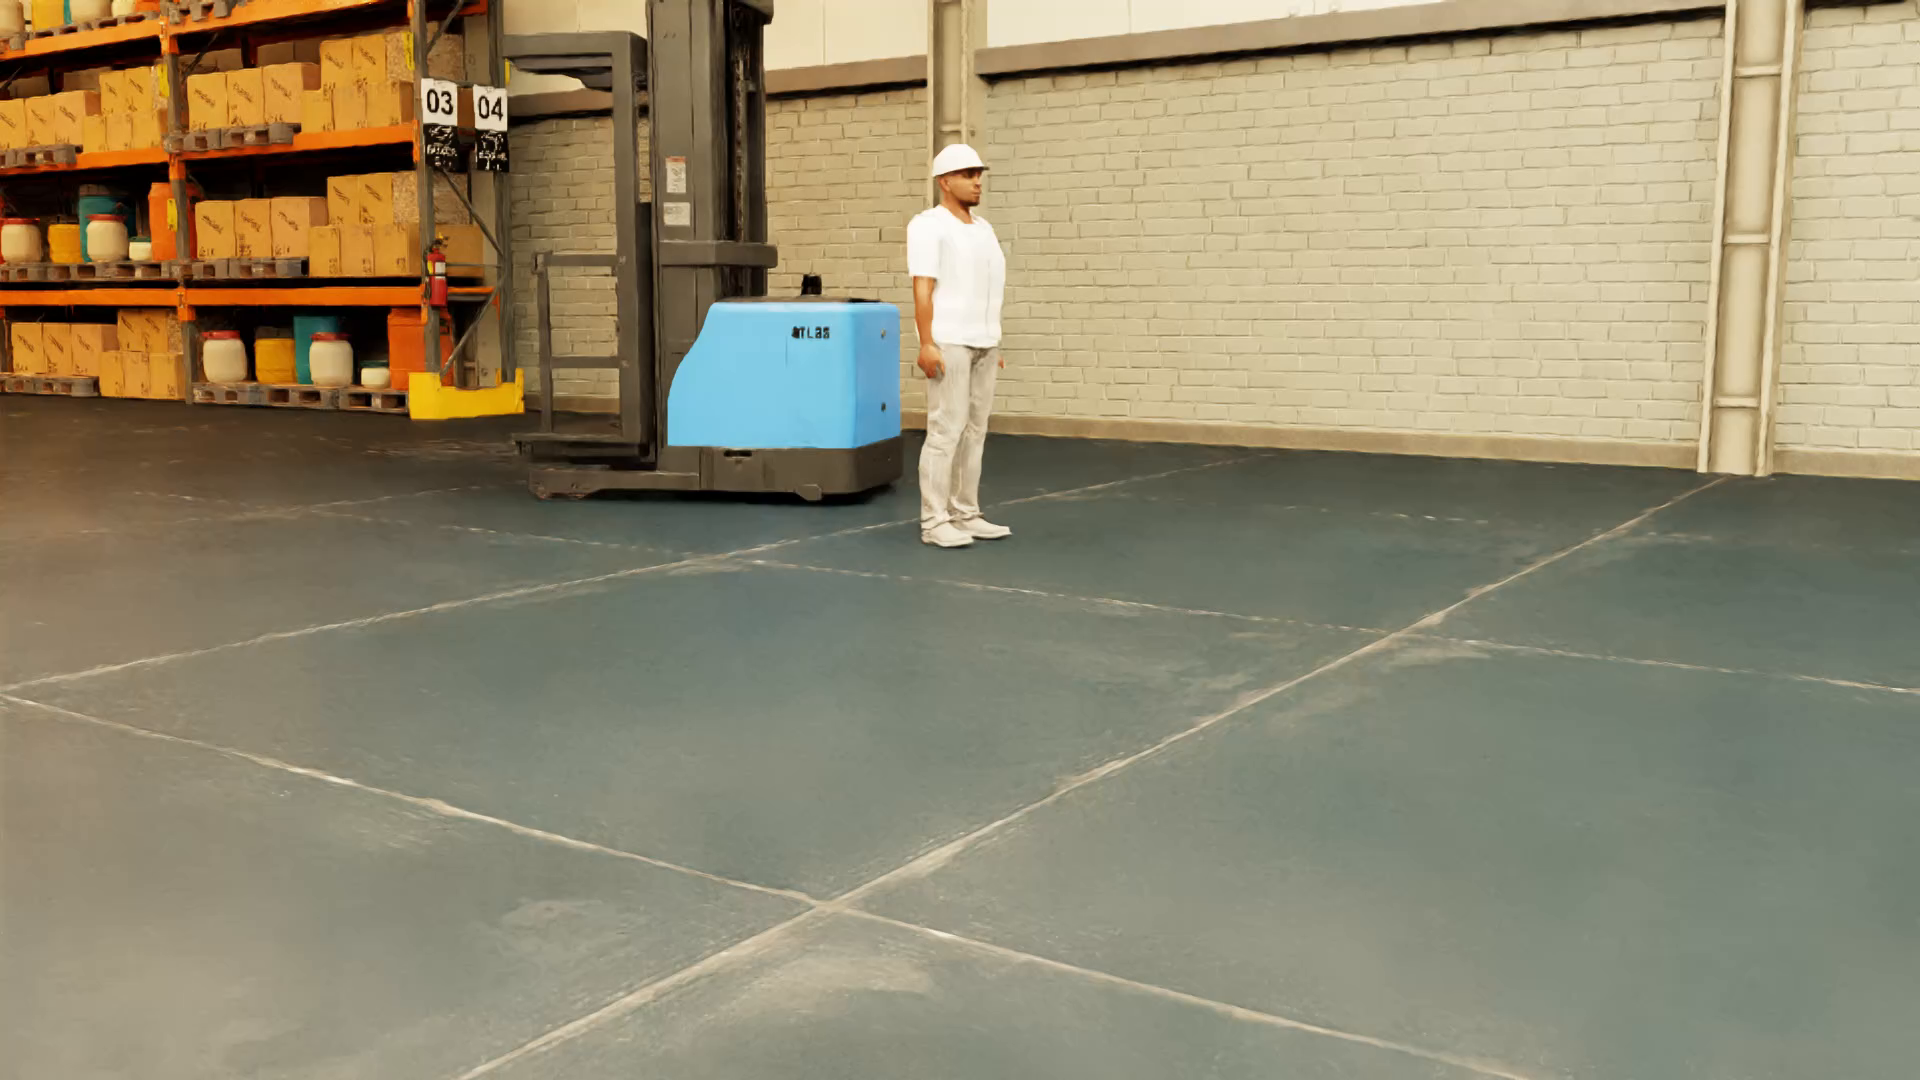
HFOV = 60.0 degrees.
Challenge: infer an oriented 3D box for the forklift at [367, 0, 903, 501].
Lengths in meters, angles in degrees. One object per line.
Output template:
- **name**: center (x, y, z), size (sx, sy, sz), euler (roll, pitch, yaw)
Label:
- **forklift**: center (-1.906, -1.746, 9.472), size (3.031, 2.935, 1.130), euler (2, 8, 14)

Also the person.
- **person**: center (0.011, -0.874, 7.473), size (0.367, 1.771, 0.559), euler (5, 10, 34)
